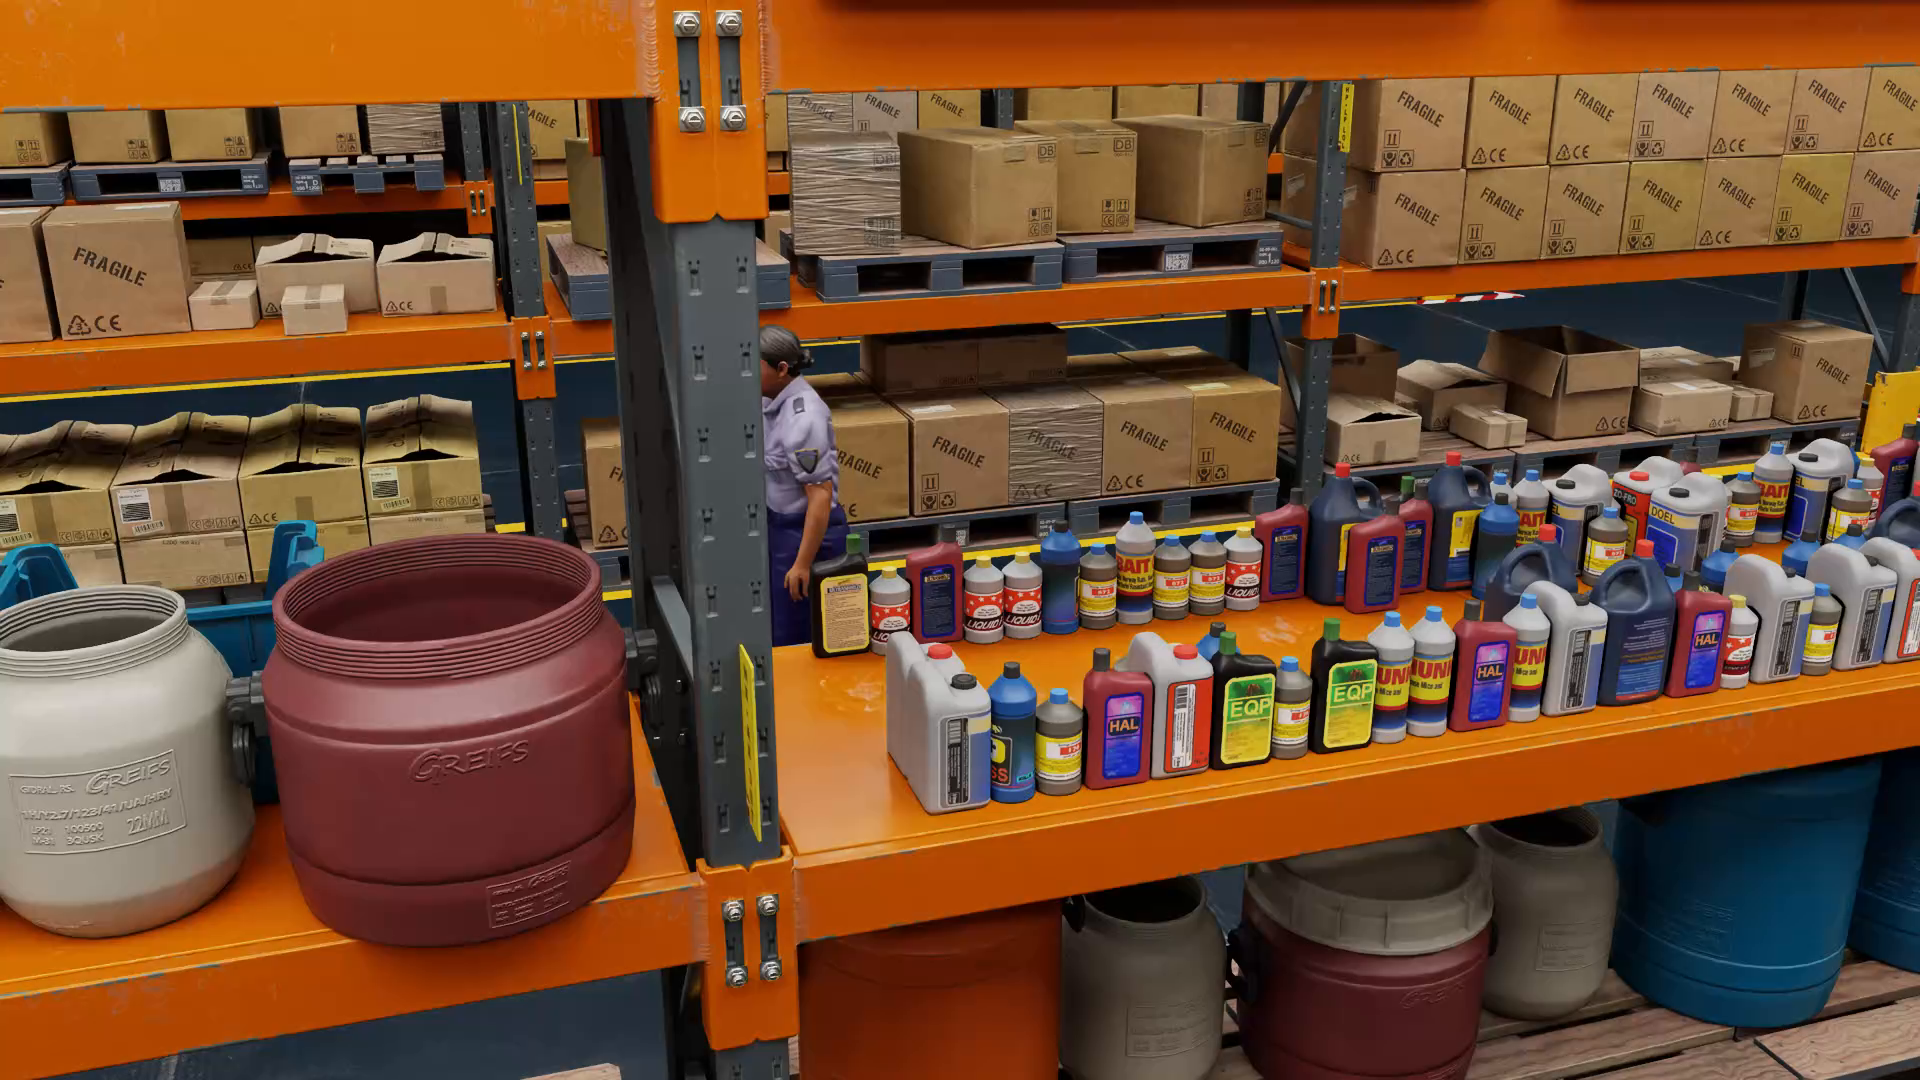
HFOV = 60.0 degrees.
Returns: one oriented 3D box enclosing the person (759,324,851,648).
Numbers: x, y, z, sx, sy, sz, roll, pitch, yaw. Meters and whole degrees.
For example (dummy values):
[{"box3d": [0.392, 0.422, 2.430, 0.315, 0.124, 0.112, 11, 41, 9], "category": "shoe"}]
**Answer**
[{"box3d": [-0.588, 0.026, 6.005, 0.371, 1.652, 0.538, -6, 20, -17], "category": "person"}]
